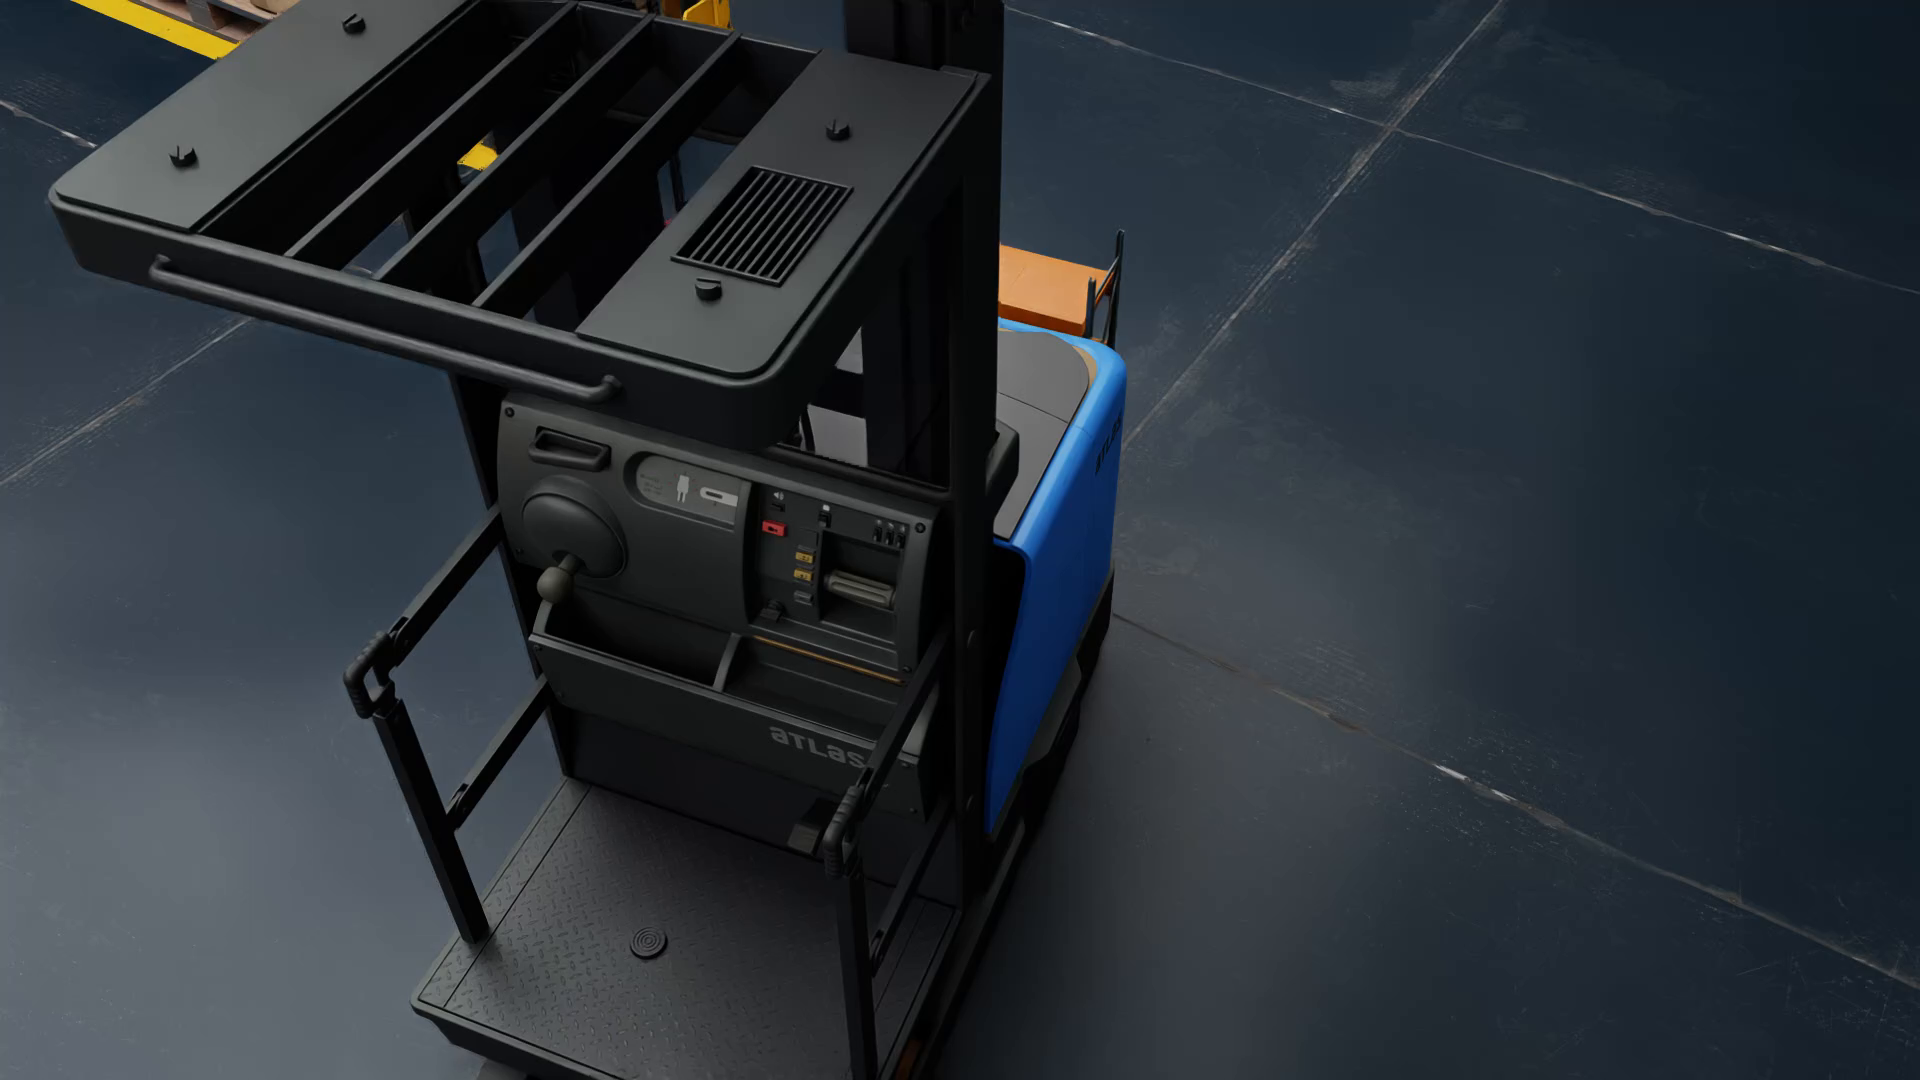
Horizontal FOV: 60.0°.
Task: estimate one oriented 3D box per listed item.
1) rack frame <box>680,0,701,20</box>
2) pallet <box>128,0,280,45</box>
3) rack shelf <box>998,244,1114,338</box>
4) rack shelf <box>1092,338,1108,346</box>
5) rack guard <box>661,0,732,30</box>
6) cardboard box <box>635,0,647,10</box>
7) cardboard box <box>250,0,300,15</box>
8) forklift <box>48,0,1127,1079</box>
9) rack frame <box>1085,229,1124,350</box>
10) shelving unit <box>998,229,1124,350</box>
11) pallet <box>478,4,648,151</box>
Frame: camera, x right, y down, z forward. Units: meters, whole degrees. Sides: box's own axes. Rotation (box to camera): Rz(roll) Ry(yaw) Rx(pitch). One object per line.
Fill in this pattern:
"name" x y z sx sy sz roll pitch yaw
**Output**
"rack frame" -1.352 -2.815 5.894 0.127 3.000 1.000 25 51 22
"pallet" -3.111 -2.654 7.682 1.213 0.211 1.003 25 51 22
"rack shelf" 0.154 -0.660 4.506 0.480 0.148 0.258 17 48 16
"rack shelf" 0.154 -0.495 4.676 0.480 0.148 0.258 17 48 16
"rack guard" -1.416 -1.974 6.819 0.348 0.500 1.175 25 51 22
"cardboard box" -1.519 -2.345 7.118 0.250 0.149 0.380 25 51 22
"cardboard box" -2.726 -2.458 7.158 0.500 0.250 0.500 25 51 22
"forklift" -0.569 0.094 3.115 1.130 2.935 3.031 16 48 15
"rack frame" 0.379 -0.317 4.722 0.015 1.200 0.240 17 48 16
"shelving unit" 0.154 -0.386 4.788 0.503 1.200 0.258 17 48 16
"pallet" -2.088 -2.181 7.222 1.213 0.211 1.003 25 51 22
